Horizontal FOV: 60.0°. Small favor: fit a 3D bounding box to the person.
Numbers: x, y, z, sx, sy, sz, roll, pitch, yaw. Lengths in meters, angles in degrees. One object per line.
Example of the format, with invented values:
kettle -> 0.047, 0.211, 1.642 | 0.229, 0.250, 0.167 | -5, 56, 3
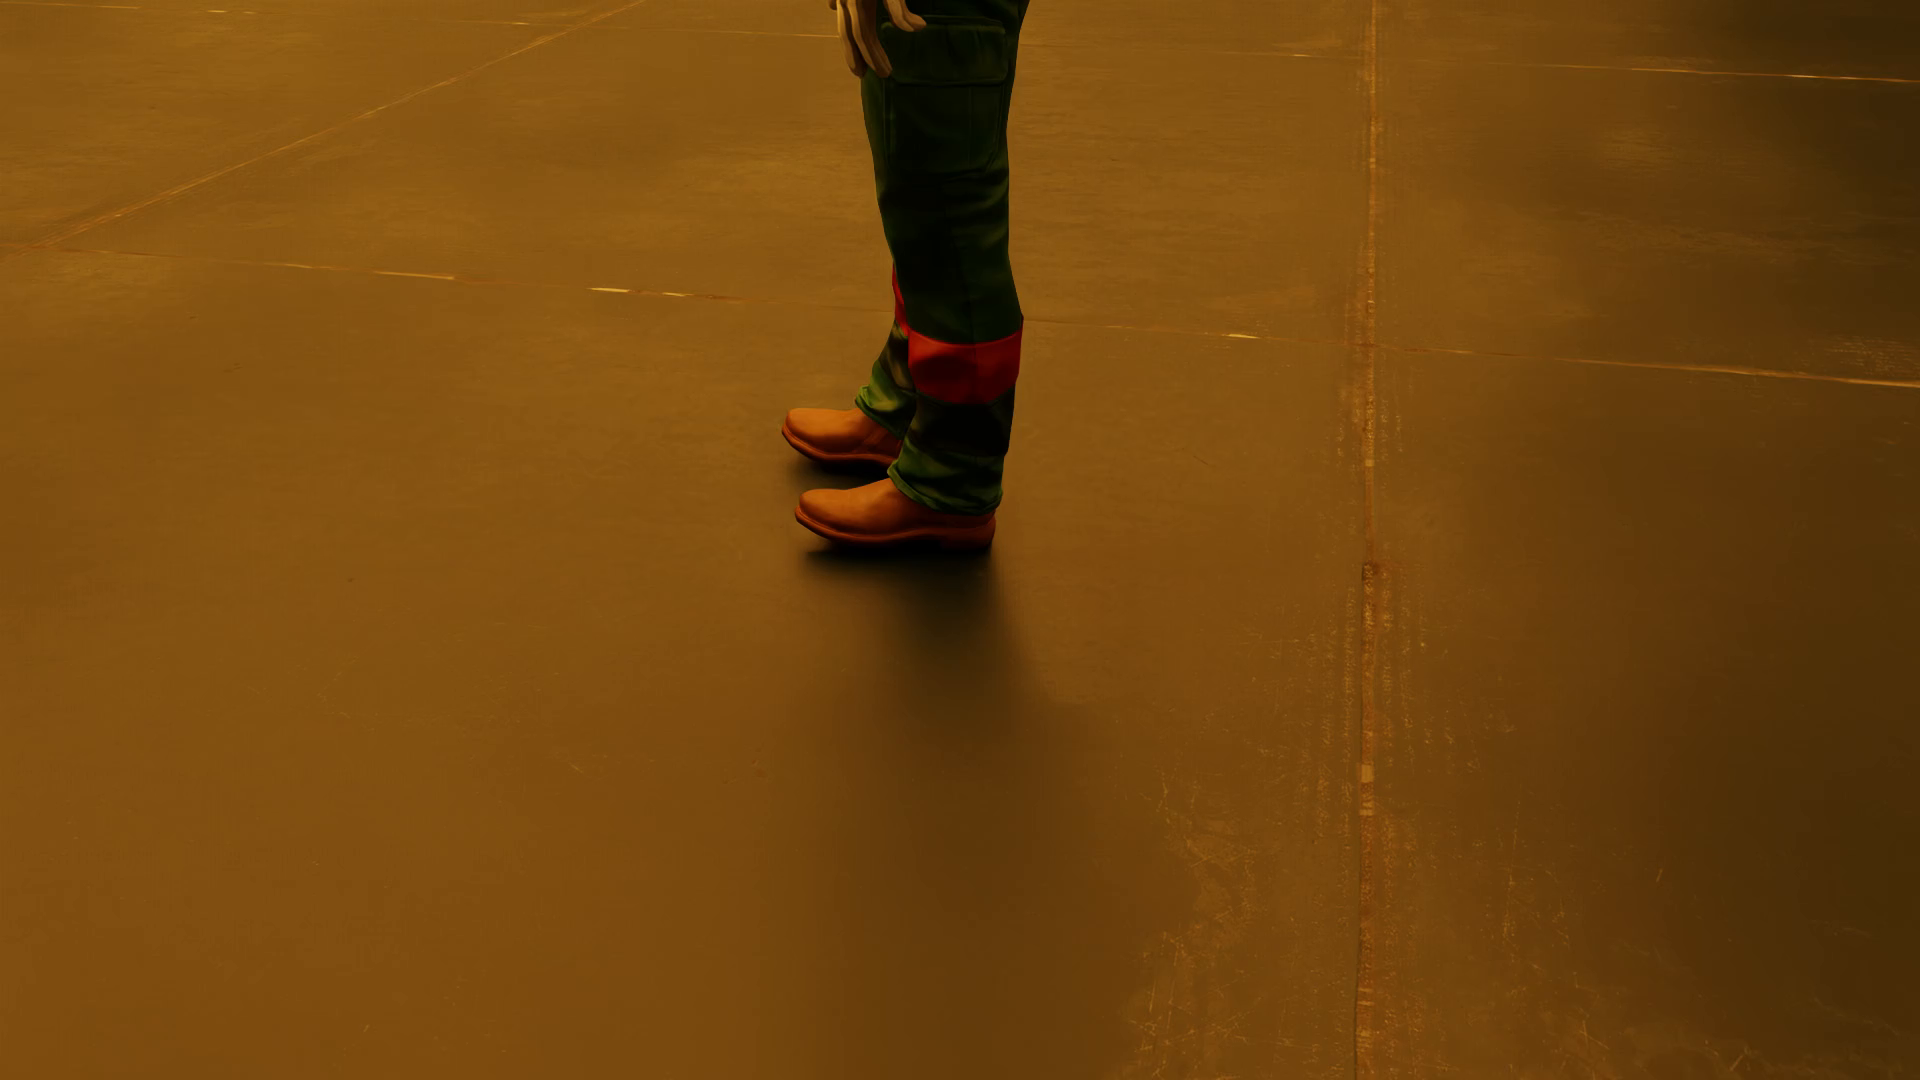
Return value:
person -> -0.076, -0.818, 2.120 | 0.562, 1.787, 0.638 | 6, 27, 11
